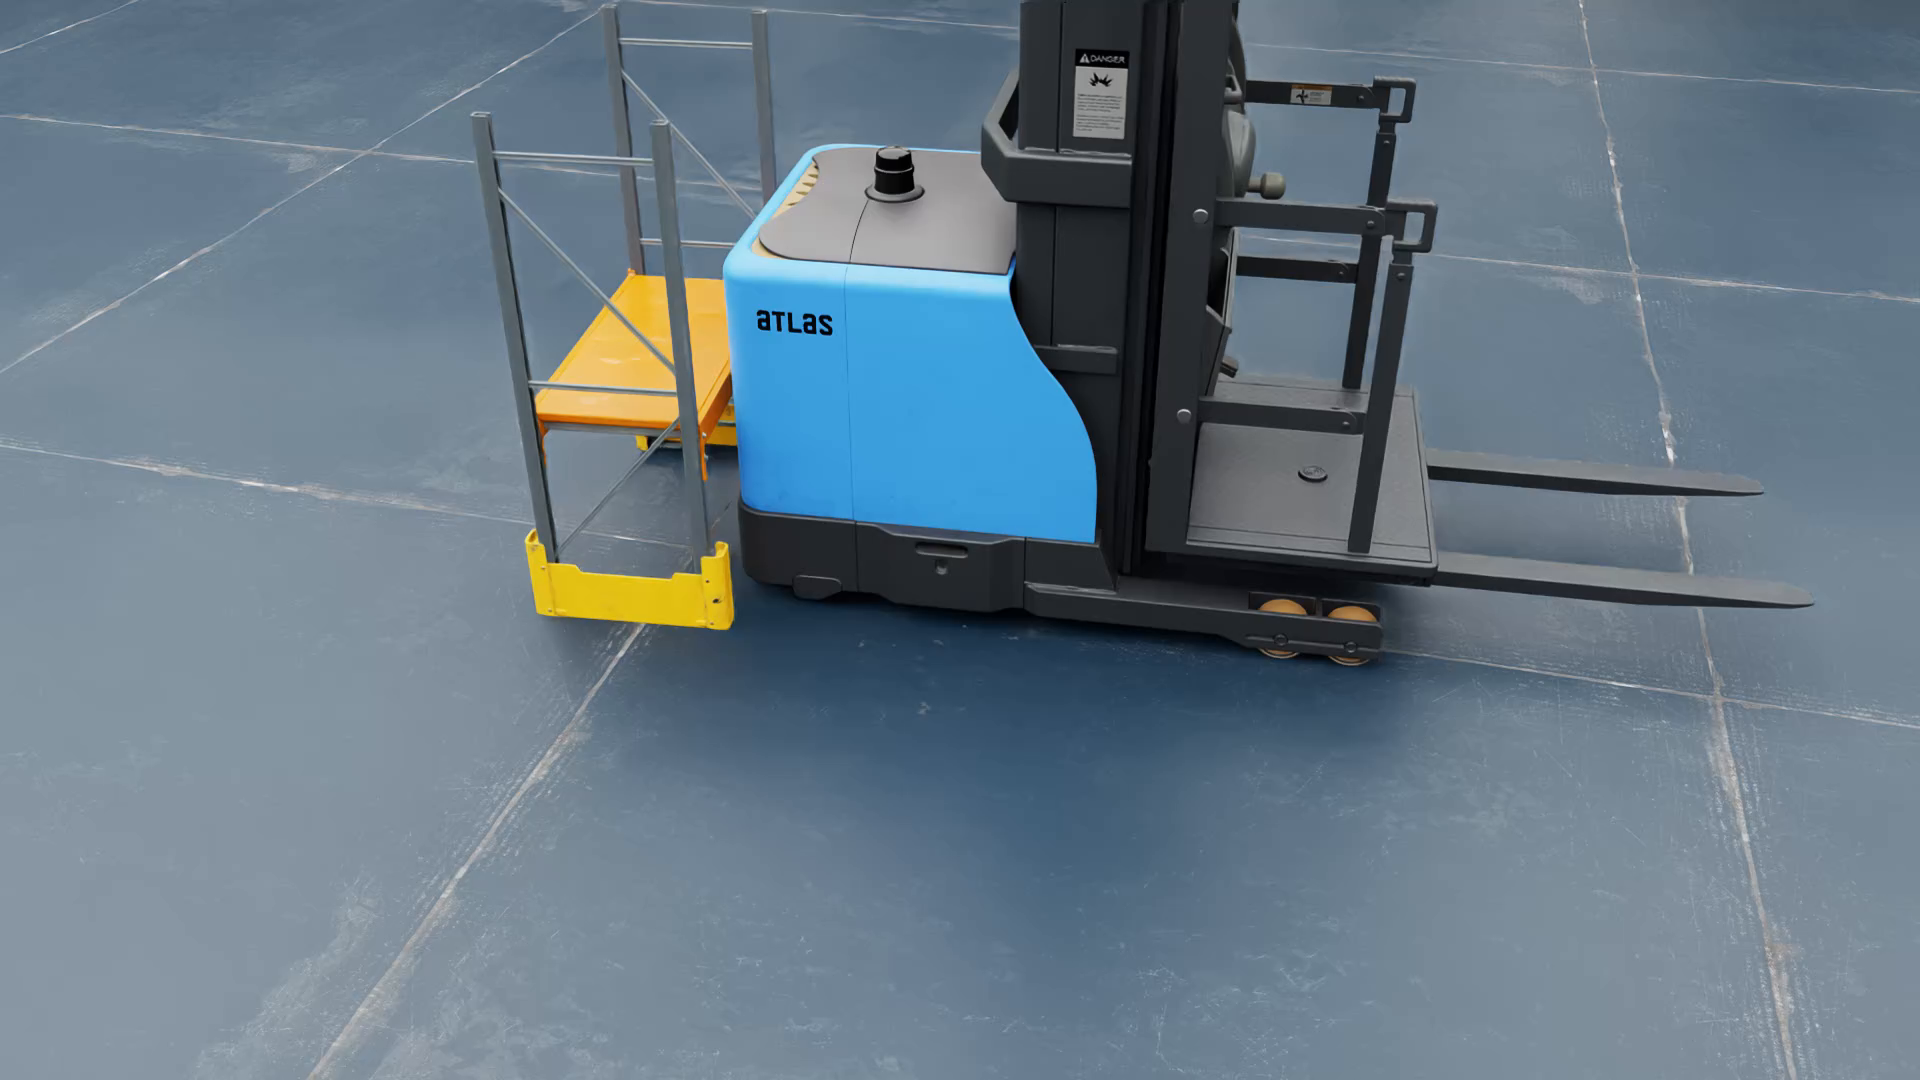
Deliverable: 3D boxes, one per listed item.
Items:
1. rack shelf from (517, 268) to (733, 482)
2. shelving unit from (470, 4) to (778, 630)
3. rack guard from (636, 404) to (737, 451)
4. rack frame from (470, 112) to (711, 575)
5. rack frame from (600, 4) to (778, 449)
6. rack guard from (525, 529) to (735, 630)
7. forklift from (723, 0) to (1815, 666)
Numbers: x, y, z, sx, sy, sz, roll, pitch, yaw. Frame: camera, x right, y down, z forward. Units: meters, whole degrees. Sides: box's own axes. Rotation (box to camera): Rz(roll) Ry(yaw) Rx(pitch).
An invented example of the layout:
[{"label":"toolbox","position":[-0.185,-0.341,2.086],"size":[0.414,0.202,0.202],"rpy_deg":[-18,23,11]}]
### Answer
[{"label":"rack shelf","position":[-0.891,-0.522,5.009],"size":[0.538,0.185,1.000],"rpy_deg":[4,33,7]},{"label":"shelving unit","position":[-0.889,-0.679,4.920],"size":[0.587,1.500,1.083],"rpy_deg":[4,33,7]},{"label":"rack guard","position":[-0.822,-0.416,5.672],"size":[0.587,0.250,0.087],"rpy_deg":[4,33,7]},{"label":"rack frame","position":[-0.960,-0.404,4.487],"size":[0.500,1.500,0.032],"rpy_deg":[4,33,7]},{"label":"rack frame","position":[-0.821,-0.944,5.337],"size":[0.500,1.500,0.032],"rpy_deg":[4,33,7]},{"label":"rack guard","position":[-0.957,0.113,4.839],"size":[0.587,0.250,0.087],"rpy_deg":[4,33,7]},{"label":"forklift","position":[0.912,-1.192,4.393],"size":[3.031,2.935,1.130],"rpy_deg":[5,33,9]}]
